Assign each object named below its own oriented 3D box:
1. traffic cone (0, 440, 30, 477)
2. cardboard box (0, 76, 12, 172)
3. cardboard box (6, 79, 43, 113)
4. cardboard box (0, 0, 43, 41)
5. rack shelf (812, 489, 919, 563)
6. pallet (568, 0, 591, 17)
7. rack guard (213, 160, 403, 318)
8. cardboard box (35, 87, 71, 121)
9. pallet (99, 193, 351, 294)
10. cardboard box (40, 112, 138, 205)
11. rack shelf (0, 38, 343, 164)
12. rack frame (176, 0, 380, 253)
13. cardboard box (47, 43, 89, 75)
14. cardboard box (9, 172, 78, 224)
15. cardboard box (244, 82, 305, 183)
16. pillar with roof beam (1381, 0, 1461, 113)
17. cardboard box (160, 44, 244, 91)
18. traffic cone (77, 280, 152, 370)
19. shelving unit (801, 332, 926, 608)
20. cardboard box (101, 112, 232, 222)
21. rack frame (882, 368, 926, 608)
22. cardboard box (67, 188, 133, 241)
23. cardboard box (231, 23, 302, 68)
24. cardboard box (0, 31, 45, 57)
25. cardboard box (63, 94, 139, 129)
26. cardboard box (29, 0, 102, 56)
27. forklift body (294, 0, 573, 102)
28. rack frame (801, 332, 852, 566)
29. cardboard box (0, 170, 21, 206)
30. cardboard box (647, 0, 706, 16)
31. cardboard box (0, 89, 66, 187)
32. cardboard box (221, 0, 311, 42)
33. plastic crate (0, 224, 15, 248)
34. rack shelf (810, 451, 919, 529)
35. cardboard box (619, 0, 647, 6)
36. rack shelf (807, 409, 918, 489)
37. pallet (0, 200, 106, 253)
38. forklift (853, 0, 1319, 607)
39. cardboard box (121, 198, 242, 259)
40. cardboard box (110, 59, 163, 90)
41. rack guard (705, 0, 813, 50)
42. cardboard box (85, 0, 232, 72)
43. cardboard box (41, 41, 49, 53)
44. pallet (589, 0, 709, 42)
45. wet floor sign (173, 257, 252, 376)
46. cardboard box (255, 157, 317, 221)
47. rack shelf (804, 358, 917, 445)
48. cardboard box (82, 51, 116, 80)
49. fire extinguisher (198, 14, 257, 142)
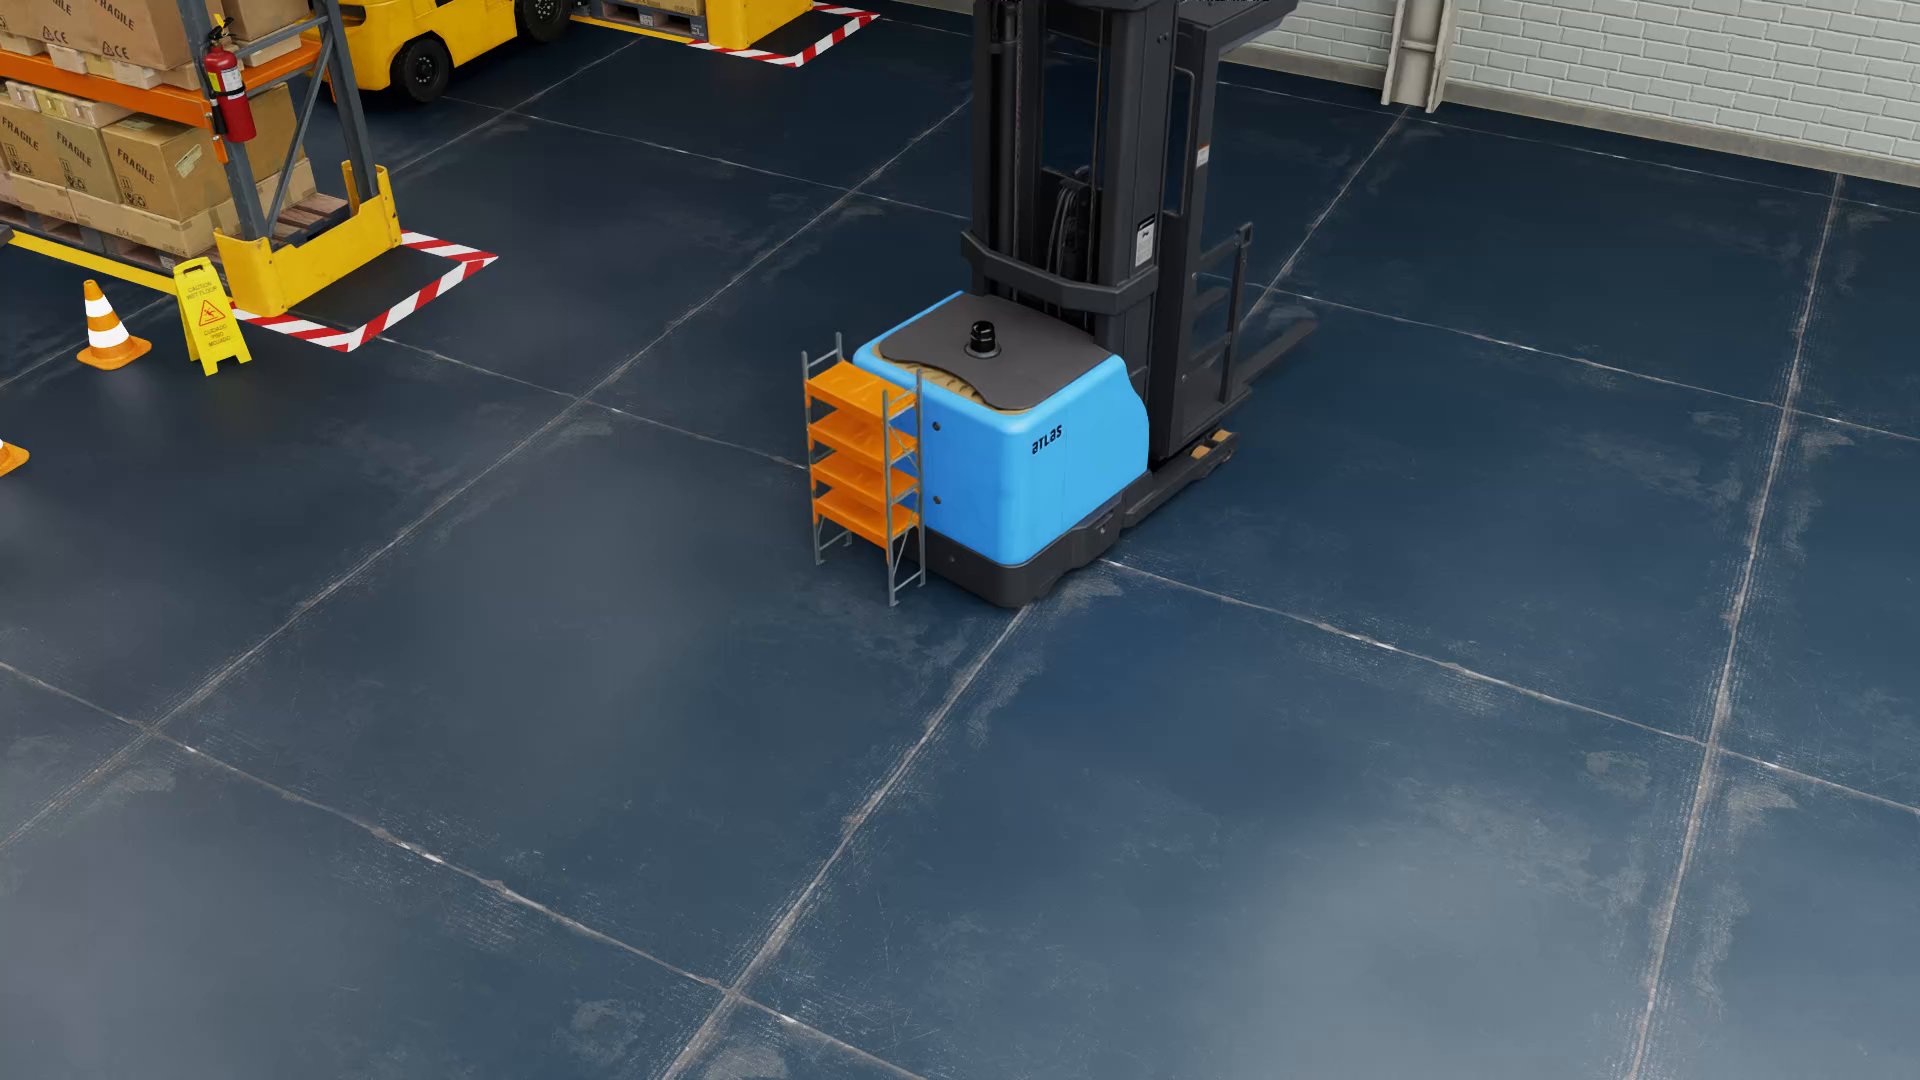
[{"bbox_3d":[-5.145,-0.589,8.663,0.334,0.463,0.336,17,41,21],"label":"traffic cone"},{"bbox_3d":[-6.173,-2.750,10.718,0.500,0.500,0.500,20,41,24],"label":"cardboard box"},{"bbox_3d":[-5.604,-2.787,10.230,0.250,0.149,0.380,19,41,23],"label":"cardboard box"},{"bbox_3d":[-5.455,-3.307,9.817,0.500,0.500,0.500,17,40,21],"label":"cardboard box"},{"bbox_3d":[-0.435,-0.101,7.849,0.480,0.148,0.258,27,45,31],"label":"rack shelf"},{"bbox_3d":[-3.459,-4.949,14.614,1.213,0.211,1.003,17,41,21],"label":"pallet"},{"bbox_3d":[-4.029,-1.889,10.344,0.348,0.500,1.175,17,41,21],"label":"rack guard"},{"bbox_3d":[-5.371,-2.713,10.133,0.250,0.149,0.380,18,41,22],"label":"cardboard box"},{"bbox_3d":[-4.734,-2.019,10.754,1.213,0.211,1.003,17,41,21],"label":"pallet"},{"bbox_3d":[-5.257,-2.460,10.336,0.500,0.500,0.500,19,41,23],"label":"cardboard box"},{"bbox_3d":[-5.737,-3.133,10.511,4.000,0.370,1.077,17,41,21],"label":"rack shelf"},{"bbox_3d":[-3.961,-2.863,9.561,0.127,3.000,1.000,17,41,21],"label":"rack frame"},{"bbox_3d":[-5.128,-2.901,9.819,0.250,0.149,0.380,18,41,22],"label":"cardboard box"},{"bbox_3d":[-5.726,-2.306,10.754,0.500,0.250,0.500,16,40,20],"label":"cardboard box"},{"bbox_3d":[-4.572,-2.613,10.538,0.500,0.500,0.500,16,40,20],"label":"cardboard box"},{"bbox_3d":[1.463,-4.617,6.909,0.400,9.000,9.100,17,41,21],"label":"pillar with roof beam"},{"bbox_3d":[-4.392,-2.752,9.623,0.250,0.149,0.380,19,41,23],"label":"cardboard box"},{"bbox_3d":[-4.936,-1.280,9.573,0.334,0.463,0.336,17,41,21],"label":"traffic cone"},{"bbox_3d":[-0.436,-0.312,7.688,0.503,1.200,0.258,27,45,31],"label":"shelving unit"},{"bbox_3d":[-4.792,-2.317,10.148,0.500,0.500,0.500,18,41,22],"label":"cardboard box"},{"bbox_3d":[-0.251,-0.216,7.561,0.015,1.200,0.240,27,45,31],"label":"rack frame"},{"bbox_3d":[-5.259,-2.164,10.566,0.500,0.250,0.500,18,41,22],"label":"cardboard box"},{"bbox_3d":[-4.168,-2.969,9.908,0.250,0.149,0.380,18,41,22],"label":"cardboard box"},{"bbox_3d":[-5.560,-3.070,10.042,0.250,0.149,0.380,17,40,21],"label":"cardboard box"},{"bbox_3d":[-5.149,-2.641,10.038,0.250,0.149,0.380,19,41,23],"label":"cardboard box"},{"bbox_3d":[-5.012,-3.166,9.631,0.500,0.500,0.500,17,41,22],"label":"cardboard box"},{"bbox_3d":[-4.205,-4.739,12.734,1.214,2.155,2.313,17,41,21],"label":"forklift body"},{"bbox_3d":[-0.621,-0.408,7.815,0.015,1.200,0.240,27,45,31],"label":"rack frame"},{"bbox_3d":[-6.162,-2.450,10.943,0.500,0.250,0.500,17,40,21],"label":"cardboard box"},{"bbox_3d":[-2.244,-4.562,13.726,0.500,0.250,0.500,18,41,22],"label":"cardboard box"},{"bbox_3d":[-5.702,-2.604,10.526,0.500,0.500,0.500,16,40,20],"label":"cardboard box"},{"bbox_3d":[-4.254,-3.302,9.810,0.500,0.500,0.500,17,40,21],"label":"cardboard box"},{"bbox_3d":[-6.496,-1.936,10.754,0.583,0.080,0.402,4,37,6],"label":"plastic crate"},{"bbox_3d":[-0.436,-0.259,7.729,0.480,0.148,0.258,27,45,31],"label":"rack shelf"},{"bbox_3d":[-2.681,-4.706,13.915,0.500,0.250,0.500,17,41,21],"label":"cardboard box"},{"bbox_3d":[-0.436,-0.437,7.593,0.480,0.148,0.258,27,45,31],"label":"rack shelf"},{"bbox_3d":[-5.813,-2.359,11.202,1.213,0.211,1.003,17,41,21],"label":"pallet"},{"bbox_3d":[0.826,-1.672,8.048,1.130,2.935,3.031,27,45,31],"label":"forklift"},{"bbox_3d":[-4.824,-2.022,10.380,0.500,0.250,0.500,17,40,21],"label":"cardboard box"},{"bbox_3d":[-4.668,-2.763,9.637,0.250,0.149,0.380,17,40,21],"label":"cardboard box"},{"bbox_3d":[-1.660,-4.527,13.820,0.348,0.500,1.175,17,41,21],"label":"rack guard"},{"bbox_3d":[-4.570,-3.025,9.445,0.500,0.500,0.500,17,40,21],"label":"cardboard box"},{"bbox_3d":[-5.291,-3.048,10.012,0.250,0.149,0.380,18,41,22],"label":"cardboard box"},{"bbox_3d":[-2.380,-4.609,14.167,1.213,0.211,1.003,17,41,21],"label":"pallet"},{"bbox_3d":[-4.284,-1.298,9.446,0.267,0.644,0.232,-29,46,-33],"label":"wet floor sign"},{"bbox_3d":[-4.550,-2.308,10.756,0.500,0.250,0.500,17,40,21],"label":"cardboard box"},{"bbox_3d":[-0.436,-0.625,7.450,0.480,0.148,0.258,27,45,31],"label":"rack shelf"},{"bbox_3d":[-4.885,-2.846,9.746,0.250,0.149,0.380,17,40,21],"label":"cardboard box"},{"bbox_3d":[-4.071,-2.553,9.216,0.183,0.674,0.296,17,41,21],"label":"fire extinguisher"}]
